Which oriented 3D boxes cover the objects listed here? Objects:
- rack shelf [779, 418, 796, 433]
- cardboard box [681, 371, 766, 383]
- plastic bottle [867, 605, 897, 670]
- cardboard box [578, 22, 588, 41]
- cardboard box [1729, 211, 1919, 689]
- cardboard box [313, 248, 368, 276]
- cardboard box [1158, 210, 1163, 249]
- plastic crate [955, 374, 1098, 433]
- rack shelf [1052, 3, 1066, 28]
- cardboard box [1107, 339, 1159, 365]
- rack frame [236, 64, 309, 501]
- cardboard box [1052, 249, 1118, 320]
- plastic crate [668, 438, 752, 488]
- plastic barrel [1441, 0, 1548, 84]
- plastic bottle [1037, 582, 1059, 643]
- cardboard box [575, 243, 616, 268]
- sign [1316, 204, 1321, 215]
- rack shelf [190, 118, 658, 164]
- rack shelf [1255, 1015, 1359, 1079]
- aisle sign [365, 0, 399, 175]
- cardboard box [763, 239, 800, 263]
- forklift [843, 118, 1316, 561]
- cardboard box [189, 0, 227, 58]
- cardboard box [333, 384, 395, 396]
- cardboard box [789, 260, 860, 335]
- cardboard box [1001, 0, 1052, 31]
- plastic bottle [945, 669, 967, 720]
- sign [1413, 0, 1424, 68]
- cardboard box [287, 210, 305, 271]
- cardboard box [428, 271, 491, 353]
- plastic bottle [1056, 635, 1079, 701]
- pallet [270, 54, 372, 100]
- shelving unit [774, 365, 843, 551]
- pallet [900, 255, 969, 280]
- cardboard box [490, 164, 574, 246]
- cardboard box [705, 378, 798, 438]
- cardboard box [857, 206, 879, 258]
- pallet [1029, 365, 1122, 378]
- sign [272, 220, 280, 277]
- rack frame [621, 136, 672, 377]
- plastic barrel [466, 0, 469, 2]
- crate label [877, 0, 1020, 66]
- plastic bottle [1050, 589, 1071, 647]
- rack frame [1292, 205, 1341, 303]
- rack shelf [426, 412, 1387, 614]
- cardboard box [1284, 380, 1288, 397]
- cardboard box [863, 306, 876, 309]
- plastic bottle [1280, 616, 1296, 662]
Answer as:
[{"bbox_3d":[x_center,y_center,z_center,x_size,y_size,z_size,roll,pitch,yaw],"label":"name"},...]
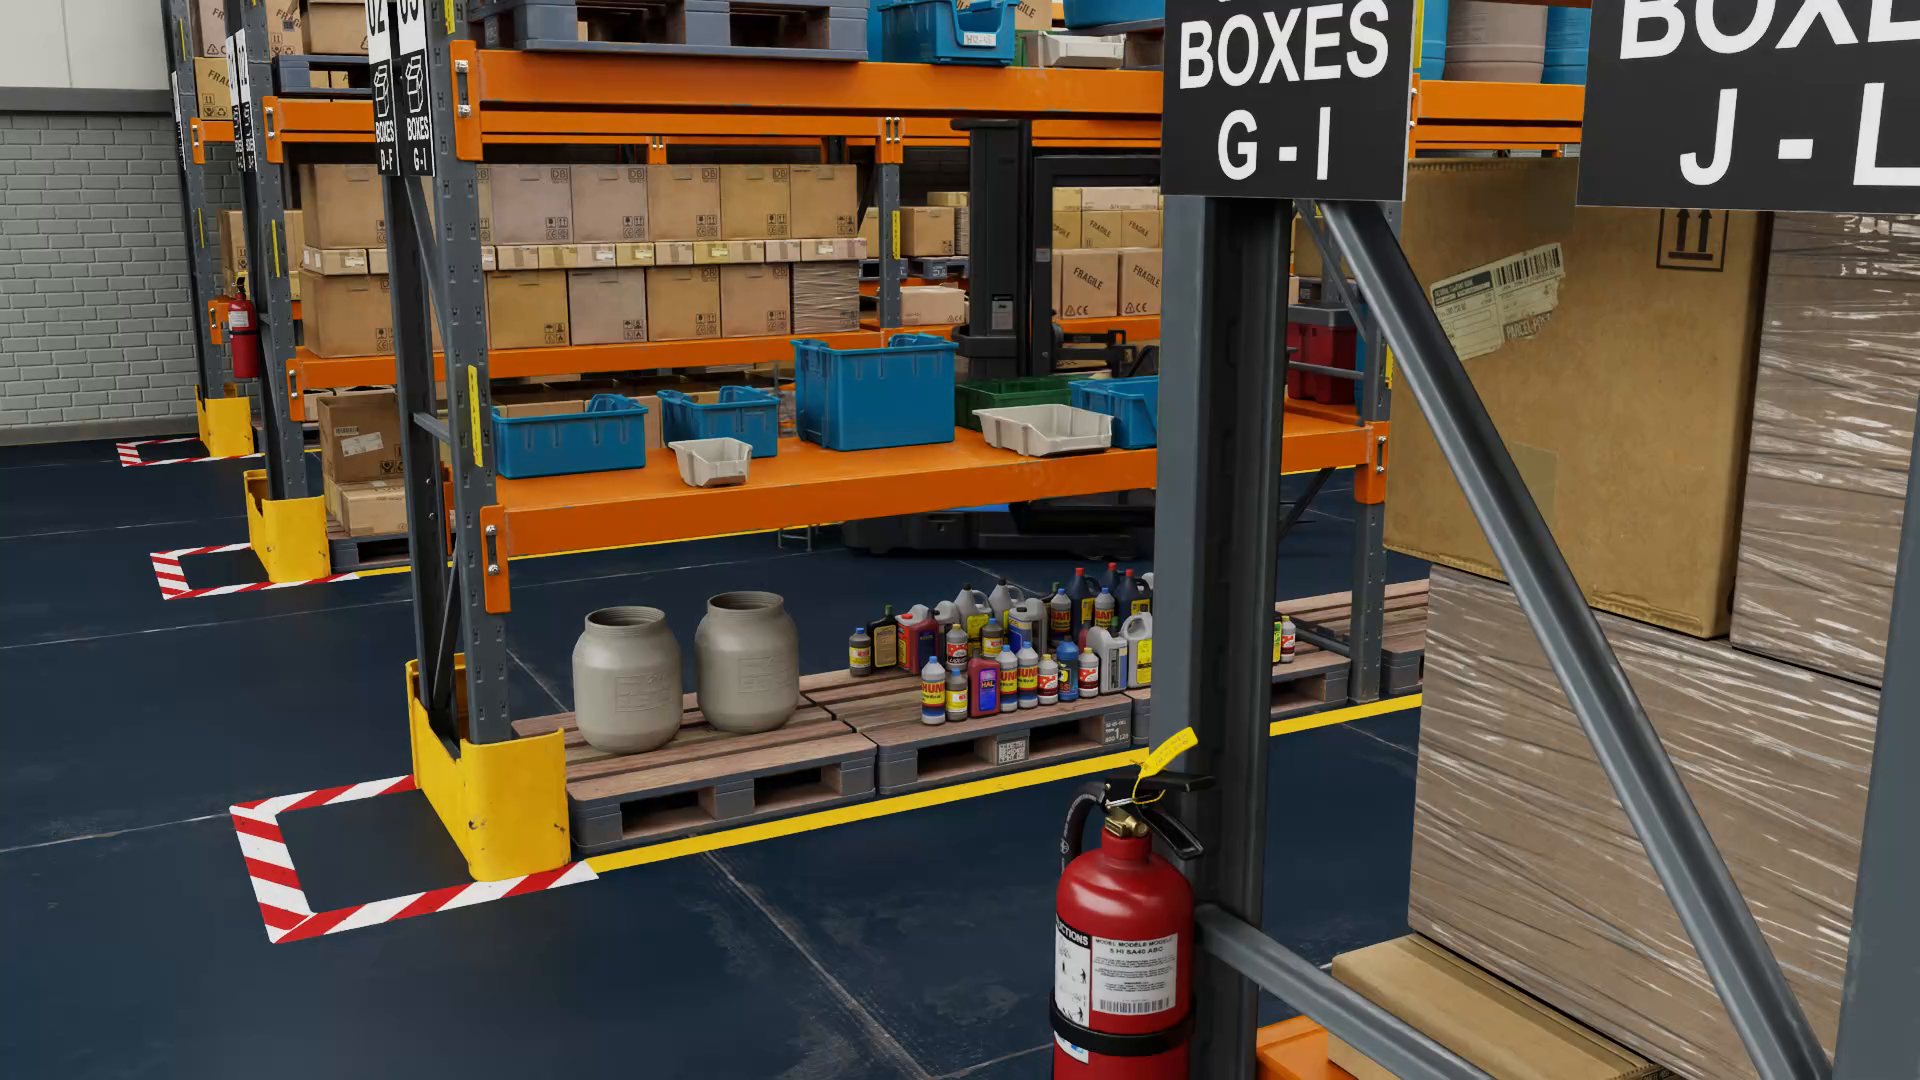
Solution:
[{"bbox_3d":[-0.974,-0.725,10.885,0.258,0.148,0.480,6,14,24],"label":"rack shelf"},{"bbox_3d":[-1.700,-0.940,12.054,0.500,0.500,0.500,-7,14,-28],"label":"cardboard box"},{"bbox_3d":[-0.353,0.439,7.510,0.133,0.283,0.061,-6,14,-26],"label":"plastic bottle"},{"bbox_3d":[-2.631,-3.240,10.340,0.500,0.500,0.500,-7,14,-28],"label":"cardboard box"},{"bbox_3d":[1.137,-0.110,1.585,0.500,0.500,0.500,-7,14,-28],"label":"cardboard box"},{"bbox_3d":[-3.772,-1.698,10.116,0.250,0.149,0.380,-7,14,-28],"label":"cardboard box"},{"bbox_3d":[2.328,-3.496,18.859,0.500,0.500,0.500,-6,14,-26],"label":"cardboard box"},{"bbox_3d":[0.335,-0.607,7.456,0.662,0.188,0.450,-7,14,-28],"label":"plastic crate"},{"bbox_3d":[2.181,-5.720,18.578,4.000,0.370,1.077,-7,14,-28],"label":"rack shelf"},{"bbox_3d":[1.906,-2.428,19.005,0.750,0.750,0.750,-7,14,-28],"label":"cardboard box"},{"bbox_3d":[-4.219,-1.333,10.199,0.127,3.000,1.000,-7,14,-28],"label":"rack frame"},{"bbox_3d":[0.876,-1.988,12.884,0.500,0.500,0.500,-7,14,-28],"label":"cardboard box"},{"bbox_3d":[-0.909,-0.281,6.128,0.250,0.136,0.298,-7,14,-28],"label":"plastic crate"},{"bbox_3d":[2.578,-2.671,8.171,0.600,0.901,0.600,0,13,0],"label":"plastic barrel"},{"bbox_3d":[0.424,0.346,7.924,0.133,0.283,0.061,-6,14,-25],"label":"plastic bottle"},{"bbox_3d":[-2.422,-1.859,10.834,0.250,0.149,0.380,-7,14,-27],"label":"cardboard box"},{"bbox_3d":[4.205,-3.972,19.470,0.005,0.325,0.100,-7,14,-28],"label":"sign"},{"bbox_3d":[-4.841,-3.610,15.124,4.000,0.370,1.077,-7,14,-28],"label":"rack shelf"},{"bbox_3d":[2.280,0.717,2.729,4.000,0.370,1.077,-7,14,-28],"label":"rack shelf"},{"bbox_3d":[-2.055,-1.696,5.891,0.004,0.787,0.394,-7,14,-28],"label":"aisle sign"},{"bbox_3d":[-1.291,-1.995,11.438,0.250,0.149,0.380,-7,15,-30],"label":"cardboard box"},{"bbox_3d":[0.777,-1.417,10.730,3.031,2.935,1.130,0,13,2],"label":"forklift"},{"bbox_3d":[-6.142,-4.290,13.959,0.500,0.500,0.500,-8,15,-32],"label":"cardboard box"},{"bbox_3d":[-5.445,-1.305,15.199,0.500,0.311,0.500,-6,14,-23],"label":"cardboard box"},{"bbox_3d":[-1.095,-1.754,11.845,0.500,0.500,0.700,-7,15,-29],"label":"cardboard box"},{"bbox_3d":[0.341,-3.836,12.168,0.500,0.500,0.500,-5,14,-22],"label":"cardboard box"},{"bbox_3d":[-0.018,0.631,6.844,0.097,0.201,0.097,0,13,0],"label":"plastic bottle"},{"bbox_3d":[1.916,-2.159,7.019,0.005,0.325,0.100,-7,14,-28],"label":"sign"},{"bbox_3d":[-5.594,-2.632,14.560,0.500,0.500,0.500,-7,14,-28],"label":"cardboard box"},{"bbox_3d":[-3.345,-1.484,10.645,0.500,0.500,0.700,-6,14,-26],"label":"cardboard box"},{"bbox_3d":[0.458,0.540,7.090,0.097,0.271,0.097,0,13,0],"label":"plastic bottle"},{"bbox_3d":[-3.586,-2.822,10.188,1.213,0.211,1.003,-7,14,-28],"label":"pallet"},{"bbox_3d":[-0.974,-0.572,10.919,0.258,1.200,0.503,6,14,24],"label":"shelving unit"},{"bbox_3d":[-0.149,-2.940,17.776,1.003,0.211,1.213,-7,14,-28],"label":"pallet"},{"bbox_3d":[-2.856,-2.176,10.765,0.500,0.500,0.700,-7,14,-28],"label":"cardboard box"},{"bbox_3d":[-1.455,-0.842,11.615,0.500,0.500,0.500,-7,14,-28],"label":"cardboard box"},{"bbox_3d":[-1.065,-3.205,17.290,0.500,0.500,0.700,-7,14,-28],"label":"cardboard box"},{"bbox_3d":[1.154,-1.837,18.789,1.213,0.211,1.003,-7,14,-28],"label":"pallet"},{"bbox_3d":[-3.959,-1.686,9.618,0.005,0.325,0.100,-7,14,-28],"label":"sign"},{"bbox_3d":[-3.085,-2.708,16.309,0.127,3.000,1.000,-7,14,-28],"label":"rack frame"},{"bbox_3d":[-1.483,-2.331,5.869,0.708,0.830,0.600,-7,14,-28],"label":"plastic barrel"},{"bbox_3d":[-0.048,-1.902,6.235,0.408,0.251,0.502,-7,14,-28],"label":"crate label"},{"bbox_3d":[0.478,0.365,7.866,0.097,0.271,0.097,0,13,0],"label":"plastic bottle"},{"bbox_3d":[2.803,-2.174,13.939,0.127,3.000,1.000,-7,14,-28],"label":"rack frame"},{"bbox_3d":[-0.094,-0.237,6.970,4.000,0.370,1.077,-7,14,-28],"label":"rack shelf"},{"bbox_3d":[2.461,-1.209,13.678,0.500,0.311,0.500,-6,14,-26],"label":"cardboard box"},{"bbox_3d":[-0.712,-2.356,17.729,0.500,0.250,0.500,-7,14,-27],"label":"cardboard box"},{"bbox_3d":[1.493,0.450,7.648,0.097,0.201,0.097,0,13,0],"label":"plastic bottle"}]
